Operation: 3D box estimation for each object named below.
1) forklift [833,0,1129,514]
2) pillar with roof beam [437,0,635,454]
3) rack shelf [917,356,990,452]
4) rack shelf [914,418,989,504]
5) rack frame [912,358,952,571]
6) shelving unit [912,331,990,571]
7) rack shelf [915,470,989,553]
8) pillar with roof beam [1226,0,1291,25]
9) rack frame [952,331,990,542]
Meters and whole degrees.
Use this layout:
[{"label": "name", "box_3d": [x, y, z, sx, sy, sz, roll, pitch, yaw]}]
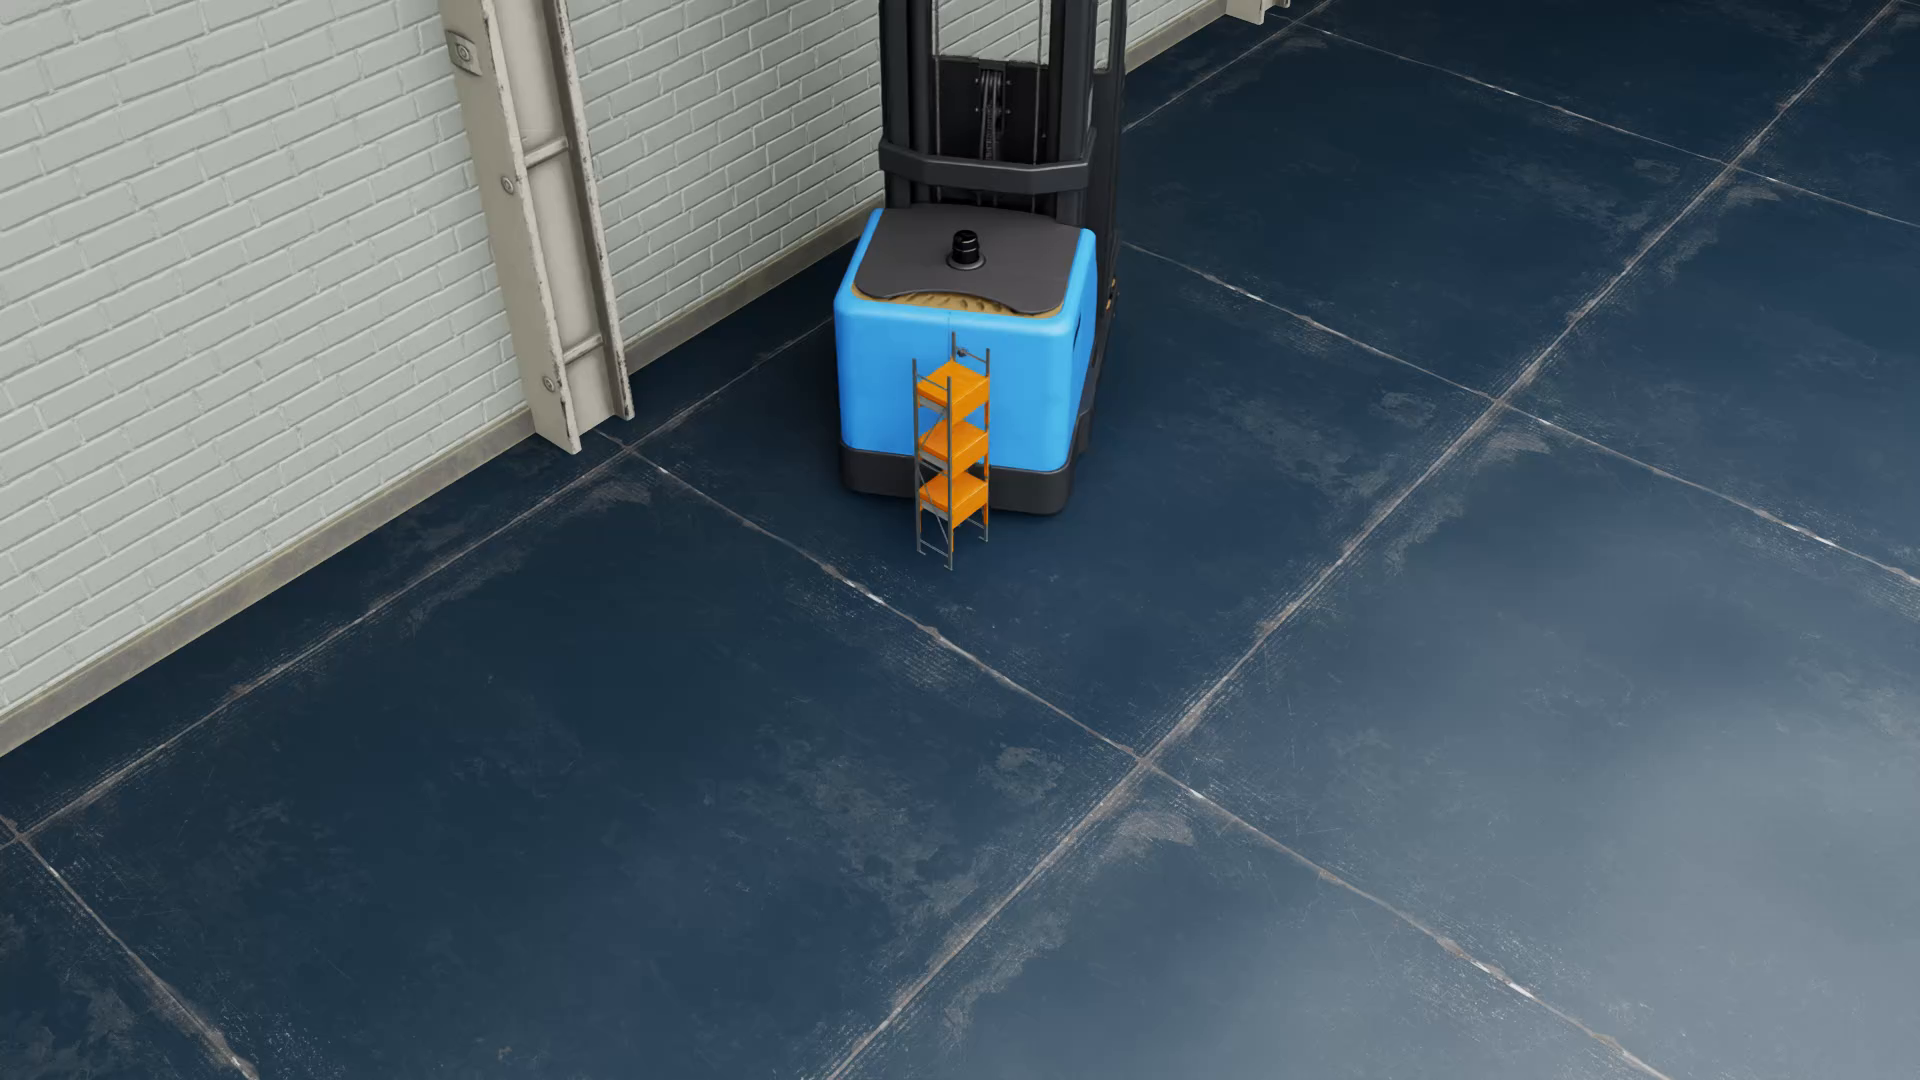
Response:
[{"label": "forklift", "box_3d": [0.231, -2.199, 7.672, 1.130, 2.935, 3.031, 7, 43, 8]}, {"label": "pillar with roof beam", "box_3d": [1.472, -2.037, 2.983, 9.100, 9.000, 0.400, 29, 50, 28]}, {"label": "rack shelf", "box_3d": [-0.034, -0.563, 6.865, 0.215, 0.259, 0.240, 29, 50, 28]}, {"label": "rack shelf", "box_3d": [-0.034, -0.353, 7.056, 0.215, 0.259, 0.240, 29, 50, 28]}, {"label": "rack frame", "box_3d": [-0.113, -0.298, 6.980, 0.200, 1.050, 0.008, 29, 50, 28]}, {"label": "shelving unit", "box_3d": [-0.034, -0.361, 7.049, 0.215, 1.050, 0.252, 29, 50, 28]}, {"label": "rack shelf", "box_3d": [-0.034, -0.147, 7.243, 0.215, 0.259, 0.240, 29, 50, 28]}, {"label": "pillar with roof beam", "box_3d": [5.333, -5.126, 6.381, 9.100, 9.000, 0.400, 29, 50, 28]}, {"label": "rack frame", "box_3d": [0.044, -0.424, 7.118, 0.200, 1.050, 0.008, 29, 50, 28]}]
